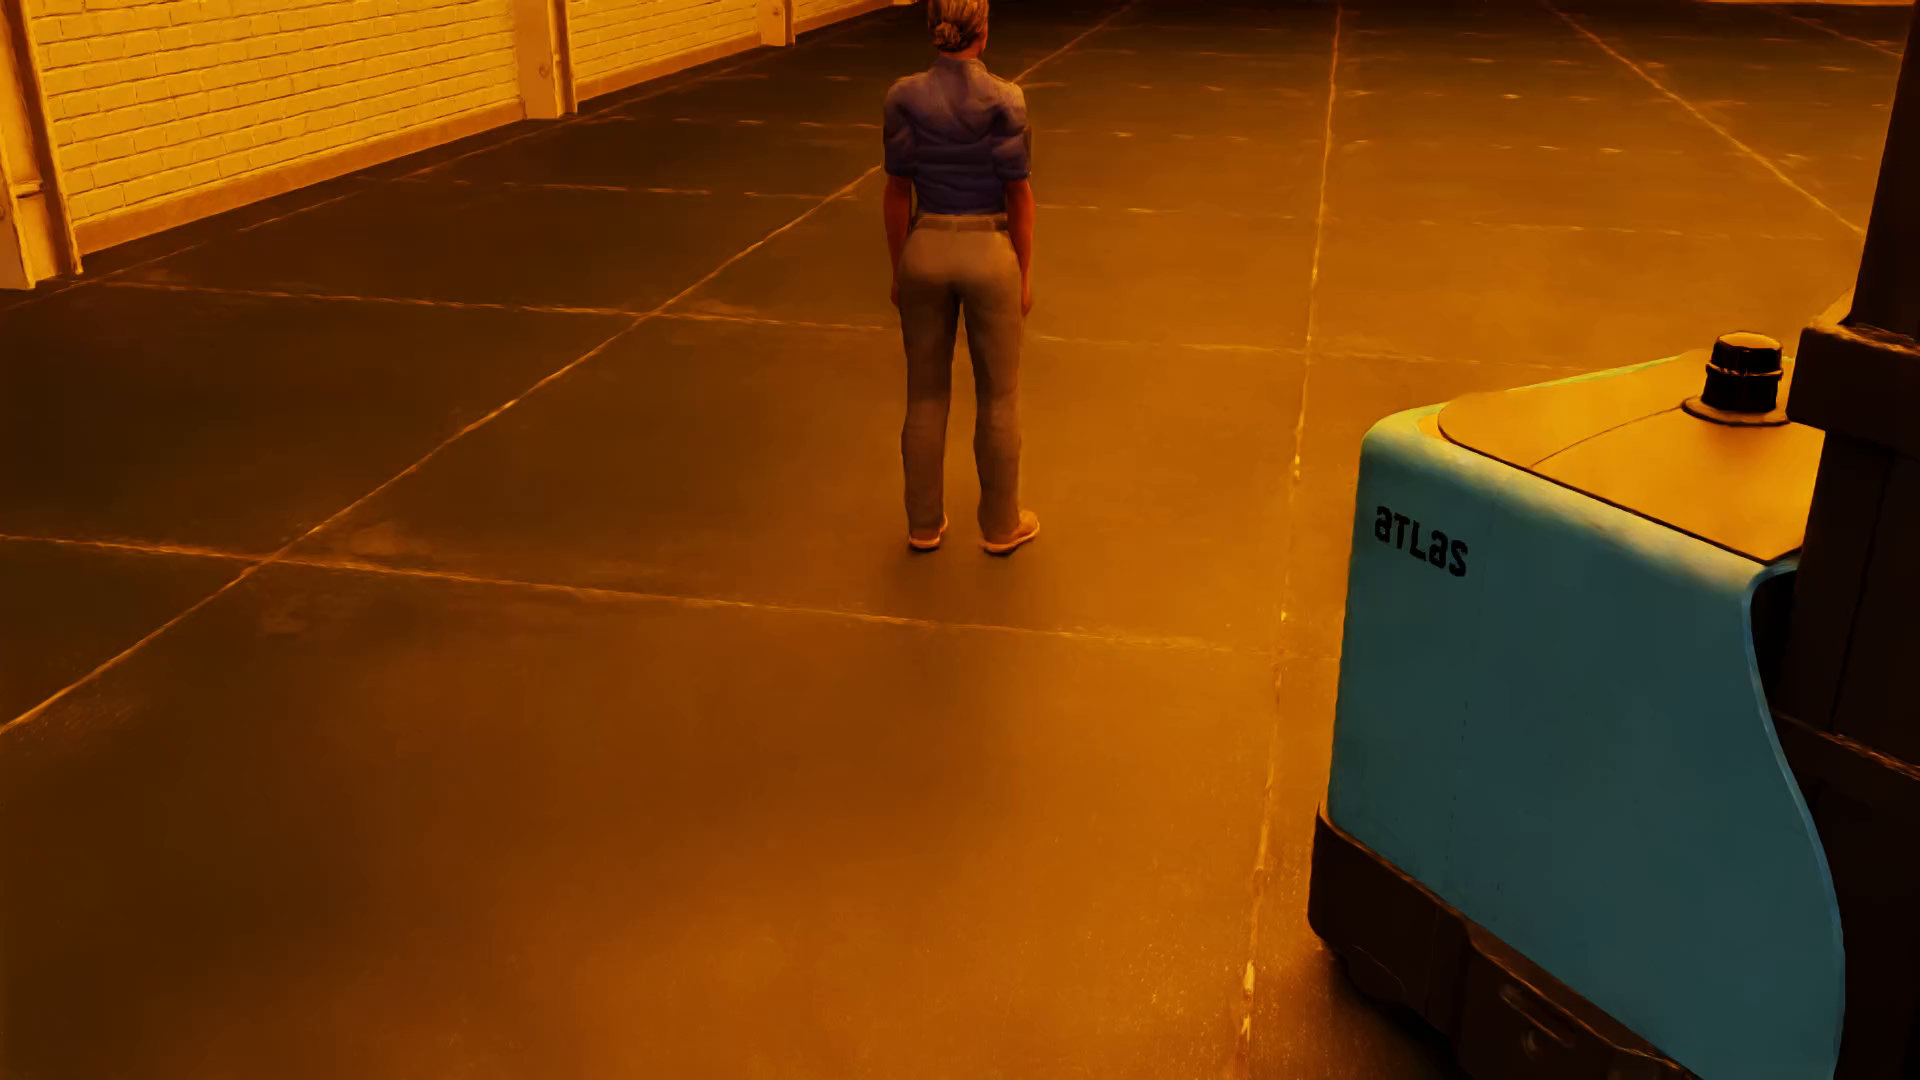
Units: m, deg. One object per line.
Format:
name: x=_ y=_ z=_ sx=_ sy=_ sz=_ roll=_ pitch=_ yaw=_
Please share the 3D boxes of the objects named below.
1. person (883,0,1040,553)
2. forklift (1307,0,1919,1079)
person: x=0.012 y=-0.768 z=4.859 sx=0.446 sy=1.646 sz=0.320 roll=5 pitch=23 yaw=11
forklift: x=1.826 y=-0.177 z=1.701 sx=1.130 sy=2.935 sz=3.031 roll=-12 pitch=25 yaw=-27
